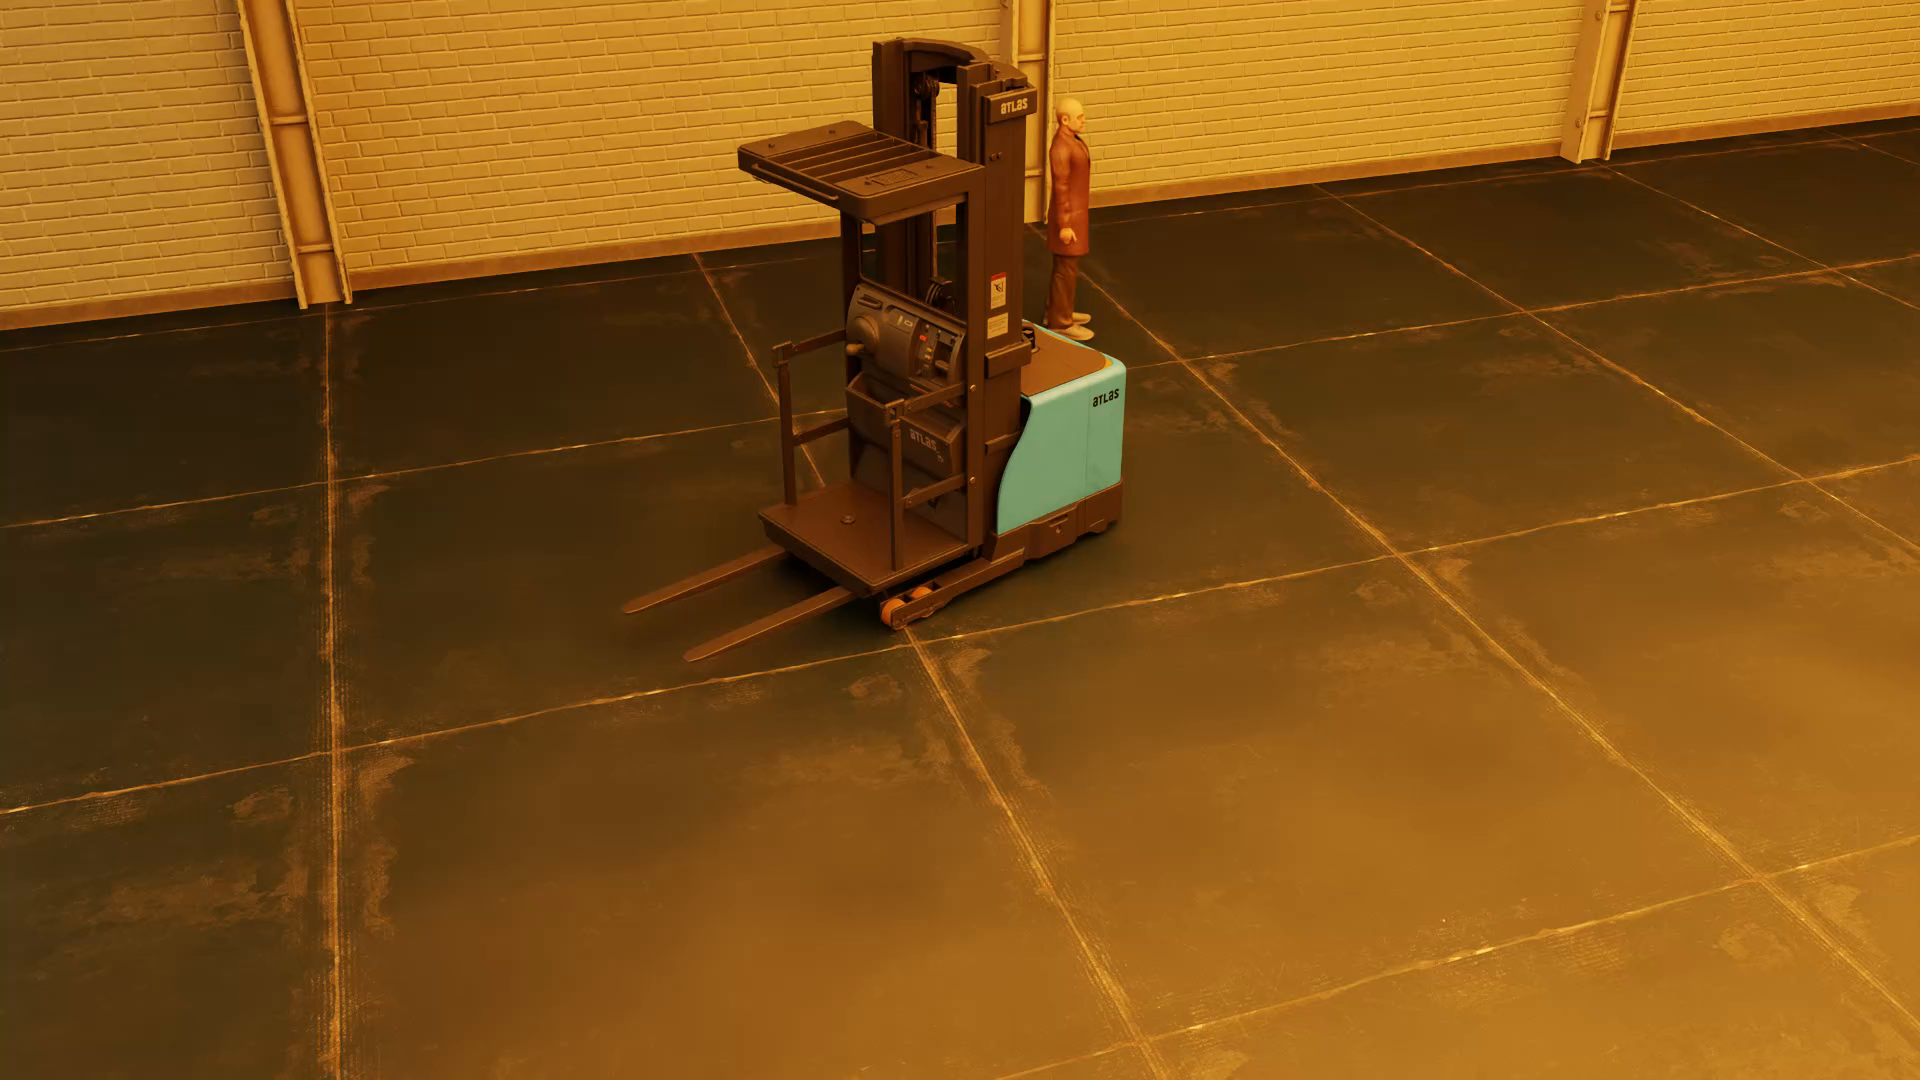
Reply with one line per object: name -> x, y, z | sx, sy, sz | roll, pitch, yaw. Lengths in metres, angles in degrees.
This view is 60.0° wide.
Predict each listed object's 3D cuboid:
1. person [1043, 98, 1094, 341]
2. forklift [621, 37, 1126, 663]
person -> 0.839, -2.402, 12.415 | 0.397, 1.783, 0.598 | 2, 30, 4
forklift -> -0.461, -1.072, 8.951 | 3.031, 2.935, 1.130 | -23, 37, -34
